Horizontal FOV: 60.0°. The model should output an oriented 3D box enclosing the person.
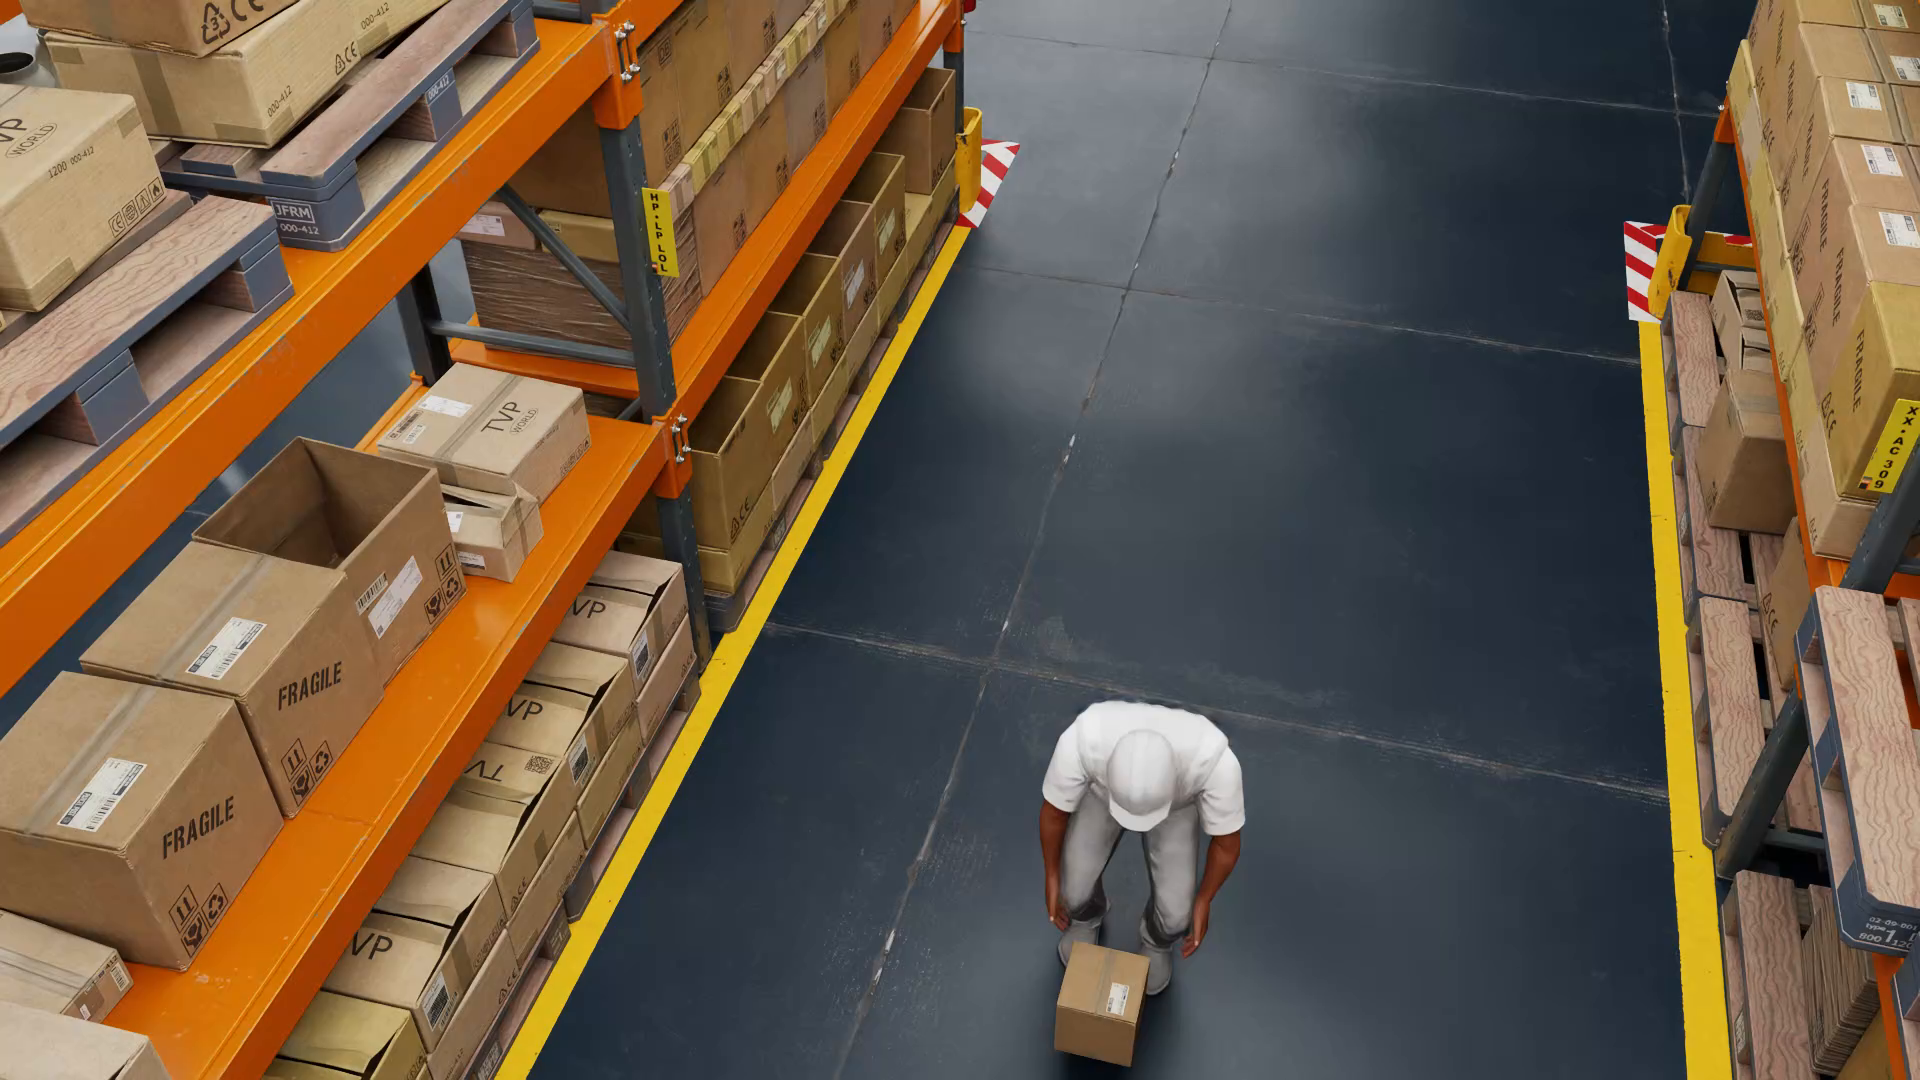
[{"bbox_3d":[0.585,0.937,5.331,0.632,1.405,0.762,10,42,11],"label":"person"}]
